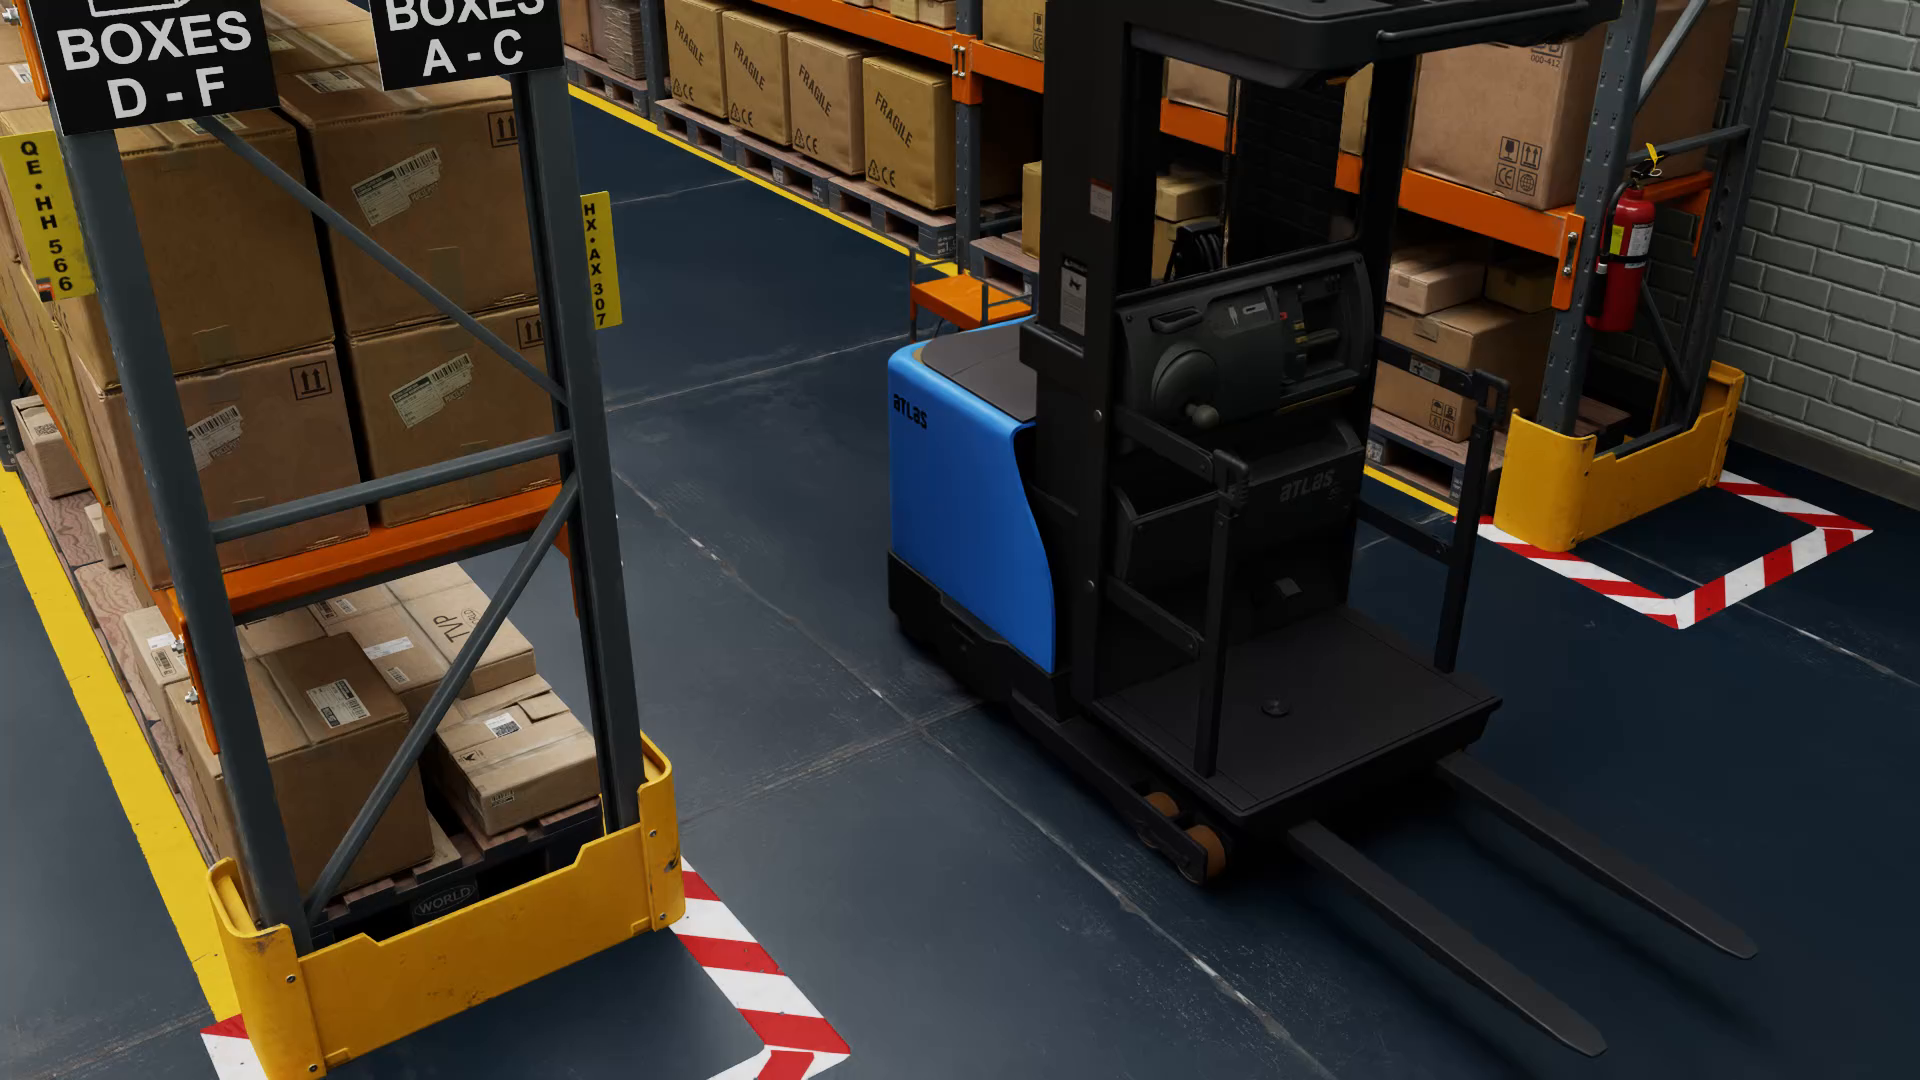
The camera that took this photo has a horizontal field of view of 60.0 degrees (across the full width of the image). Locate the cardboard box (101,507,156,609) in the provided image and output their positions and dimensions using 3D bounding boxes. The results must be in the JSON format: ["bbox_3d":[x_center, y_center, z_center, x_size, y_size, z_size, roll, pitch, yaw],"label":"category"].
[{"bbox_3d":[-2.522,-0.042,5.839,0.797,0.503,0.637,-19,34,-31],"label":"cardboard box"}]

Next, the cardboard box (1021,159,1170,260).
[{"bbox_3d":[0.768,-1.814,9.127,0.700,0.500,0.500,-18,33,-30],"label":"cardboard box"}]

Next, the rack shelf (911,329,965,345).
[{"bbox_3d":[0.046,-0.644,6.351,0.258,0.148,0.480,-18,33,-29],"label":"rack shelf"}]

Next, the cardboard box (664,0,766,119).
[{"bbox_3d":[-1.583,-3.520,11.901,0.750,0.750,0.750,-19,34,-31],"label":"cardboard box"}]

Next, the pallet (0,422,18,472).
[{"bbox_3d":[-4.118,-0.755,7.919,1.003,0.211,1.213,-19,34,-31],"label":"pallet"}]

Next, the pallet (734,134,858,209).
[{"bbox_3d":[-0.803,-2.576,11.271,1.003,0.211,1.213,-19,34,-31],"label":"pallet"}]

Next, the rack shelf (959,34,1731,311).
[{"bbox_3d":[1.578,-1.954,7.958,1.077,0.370,4.000,-19,34,-31],"label":"rack shelf"}]

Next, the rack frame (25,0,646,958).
[{"bbox_3d":[-1.295,-0.119,3.827,1.000,3.000,0.127,-19,34,-31],"label":"rack frame"}]

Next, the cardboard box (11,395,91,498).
[{"bbox_3d":[-3.548,-0.463,6.816,0.500,0.311,0.500,-19,34,-31],"label":"cardboard box"}]

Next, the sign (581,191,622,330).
[{"bbox_3d":[-0.853,-0.650,3.897,0.100,0.325,0.005,-19,34,-31],"label":"sign"}]

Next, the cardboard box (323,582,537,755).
[{"bbox_3d":[-1.670,0.411,5.270,0.500,0.250,0.500,-19,34,-31],"label":"cardboard box"}]

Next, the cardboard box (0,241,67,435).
[{"bbox_3d":[-2.366,-0.658,4.714,0.500,0.500,0.500,-18,34,-30],"label":"cardboard box"}]

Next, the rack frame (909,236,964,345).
[{"bbox_3d":[-0.089,-0.604,6.605,0.240,1.200,0.015,-18,33,-29],"label":"rack frame"}]

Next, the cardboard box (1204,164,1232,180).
[{"bbox_3d":[1.452,-1.806,8.431,0.380,0.149,0.250,-18,33,-30],"label":"cardboard box"}]

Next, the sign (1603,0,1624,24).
[{"bbox_3d":[2.288,-1.960,5.755,0.100,0.325,0.005,-19,34,-31],"label":"sign"}]

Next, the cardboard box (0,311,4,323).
[{"bbox_3d":[-2.954,-1.051,5.438,0.500,0.500,0.500,-19,34,-31],"label":"cardboard box"}]

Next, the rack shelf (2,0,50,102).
[{"bbox_3d":[-2.455,-1.899,4.714,1.077,0.370,4.000,-19,34,-31],"label":"rack shelf"}]

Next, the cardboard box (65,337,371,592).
[{"bbox_3d":[-1.777,-0.262,3.985,0.500,0.500,0.500,-18,33,-29],"label":"cardboard box"}]

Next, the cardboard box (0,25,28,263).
[{"bbox_3d":[-2.376,-1.096,4.473,0.500,0.500,0.500,-18,33,-29],"label":"cardboard box"}]

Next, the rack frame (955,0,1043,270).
[{"bbox_3d":[0.417,-3.047,9.218,1.000,3.000,0.127,-19,34,-31],"label":"rack frame"}]

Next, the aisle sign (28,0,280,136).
[{"bbox_3d":[-1.505,-1.150,3.001,0.394,0.787,0.004,-19,34,-31],"label":"aisle sign"}]

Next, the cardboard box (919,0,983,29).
[{"bbox_3d":[-0.009,-2.999,9.371,0.380,0.149,0.250,-18,34,-30],"label":"cardboard box"}]

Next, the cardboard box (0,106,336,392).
[{"bbox_3d":[-1.777,-0.700,3.743,0.500,0.500,0.500,-19,34,-31],"label":"cardboard box"}]

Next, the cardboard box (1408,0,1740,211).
[{"bbox_3d":[2.434,-1.819,6.643,0.980,0.700,0.700,-17,33,-28],"label":"cardboard box"}]

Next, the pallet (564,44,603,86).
[{"bbox_3d":[-3.058,-4.155,14.179,1.003,0.211,1.213,-19,34,-31],"label":"pallet"}]

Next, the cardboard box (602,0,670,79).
[{"bbox_3d":[-2.363,-3.963,13.061,0.700,0.500,0.500,-18,33,-30],"label":"cardboard box"}]

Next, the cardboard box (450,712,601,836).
[{"bbox_3d":[-1.258,0.682,4.877,0.380,0.149,0.250,-19,34,-31],"label":"cardboard box"}]

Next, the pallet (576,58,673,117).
[{"bbox_3d":[-2.355,-3.681,13.307,1.003,0.211,1.213,-19,34,-31],"label":"pallet"}]

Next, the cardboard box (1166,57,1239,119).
[{"bbox_3d":[1.568,-2.398,7.708,0.980,0.700,0.700,-21,35,-33],"label":"cardboard box"}]

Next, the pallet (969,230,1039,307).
[{"bbox_3d":[0.795,-1.505,9.299,1.003,0.211,1.213,-19,34,-31],"label":"pallet"}]

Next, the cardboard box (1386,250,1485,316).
[{"bbox_3d":[2.027,-1.107,7.145,0.380,0.149,0.250,-19,34,-31],"label":"cardboard box"}]

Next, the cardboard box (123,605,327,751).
[{"bbox_3d":[-2.338,0.375,5.337,0.500,0.250,0.500,-19,34,-31],"label":"cardboard box"}]

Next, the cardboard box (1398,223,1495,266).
[{"bbox_3d":[2.191,-1.311,7.521,0.380,0.149,0.250,-19,34,-31],"label":"cardboard box"}]

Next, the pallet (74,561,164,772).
[{"bbox_3d":[-2.506,0.293,5.990,1.003,0.211,1.213,-19,34,-31],"label":"pallet"}]

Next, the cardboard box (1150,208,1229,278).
[{"bbox_3d":[1.352,-1.418,8.397,0.700,0.500,0.500,-18,33,-30],"label":"cardboard box"}]

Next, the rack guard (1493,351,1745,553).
[{"bbox_3d":[2.752,-0.384,6.934,1.175,0.500,0.348,-19,34,-31],"label":"rack guard"}]

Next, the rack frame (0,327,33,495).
[{"bbox_3d":[-3.615,-1.674,6.690,1.000,3.000,0.127,-19,34,-31],"label":"rack frame"}]

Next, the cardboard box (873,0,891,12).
[{"bbox_3d":[-0.288,-3.203,9.748,0.380,0.149,0.250,-18,33,-29],"label":"cardboard box"}]

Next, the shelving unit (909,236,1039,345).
[{"bbox_3d":[0.046,-0.507,6.426,0.258,1.200,0.503,-18,33,-29],"label":"shelving unit"}]

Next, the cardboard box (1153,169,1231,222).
[{"bbox_3d":[1.121,-1.713,8.260,0.380,0.149,0.250,-20,34,-32],"label":"cardboard box"}]

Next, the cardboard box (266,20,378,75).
[{"bbox_3d":[-1.647,-1.049,4.387,0.500,0.500,0.500,-18,33,-30],"label":"cardboard box"}]

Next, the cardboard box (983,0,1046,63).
[{"bbox_3d":[0.719,-2.964,8.750,0.980,0.700,0.700,-18,33,-30],"label":"cardboard box"}]

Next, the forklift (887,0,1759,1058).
[{"bbox_3d":[0.966,-0.539,4.672,1.130,2.935,3.031,-17,33,-29],"label":"forklift"}]

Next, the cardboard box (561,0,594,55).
[{"bbox_3d":[-2.878,-4.380,13.831,0.700,0.500,0.500,-19,34,-31],"label":"cardboard box"}]

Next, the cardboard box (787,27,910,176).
[{"bbox_3d":[-0.583,-2.848,10.664,0.750,0.750,0.750,-18,33,-29],"label":"cardboard box"}]

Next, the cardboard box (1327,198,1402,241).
[{"bbox_3d":[1.898,-1.507,7.882,0.380,0.149,0.250,-18,33,-30],"label":"cardboard box"}]

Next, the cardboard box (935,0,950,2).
[{"bbox_3d":[-0.056,-3.340,9.320,0.500,0.500,0.500,-19,34,-31],"label":"cardboard box"}]
